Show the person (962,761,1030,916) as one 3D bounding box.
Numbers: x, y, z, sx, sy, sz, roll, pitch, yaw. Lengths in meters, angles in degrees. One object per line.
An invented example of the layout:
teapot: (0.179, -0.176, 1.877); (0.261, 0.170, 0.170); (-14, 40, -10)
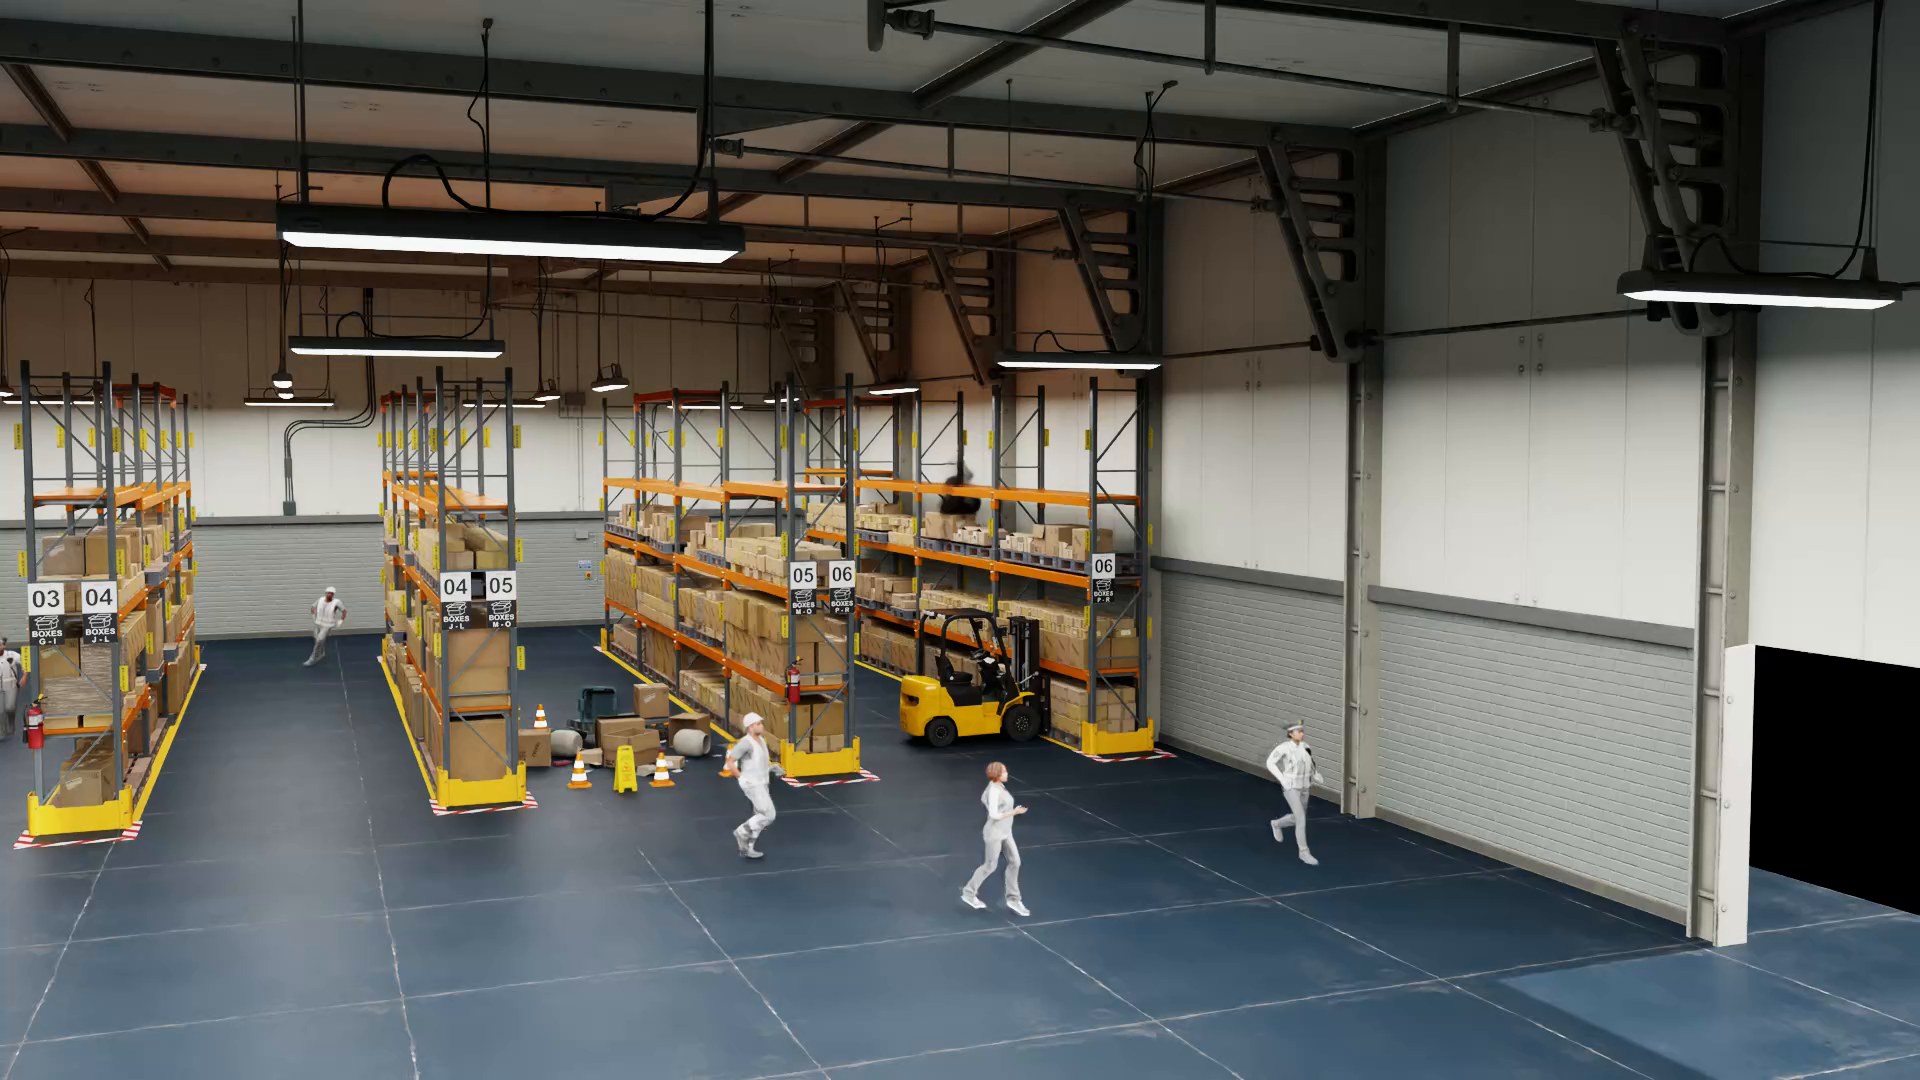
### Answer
person: (0.369, 3.138, 17.500); (0.719, 1.632, 0.524); (1, 4, 18)

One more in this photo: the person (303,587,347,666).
person: (-14.126, 1.895, 36.931); (0.824, 1.722, 0.897); (0, 3, 7)

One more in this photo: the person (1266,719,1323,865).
person: (3.988, 2.976, 19.911); (0.618, 1.696, 0.843); (-2, 4, -32)

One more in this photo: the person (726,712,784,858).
person: (-2.396, 2.930, 19.842); (0.577, 1.740, 0.650); (1, 4, 16)

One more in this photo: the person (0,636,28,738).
person: (-15.927, 2.457, 27.705); (0.685, 1.738, 0.769); (-1, 4, -23)
